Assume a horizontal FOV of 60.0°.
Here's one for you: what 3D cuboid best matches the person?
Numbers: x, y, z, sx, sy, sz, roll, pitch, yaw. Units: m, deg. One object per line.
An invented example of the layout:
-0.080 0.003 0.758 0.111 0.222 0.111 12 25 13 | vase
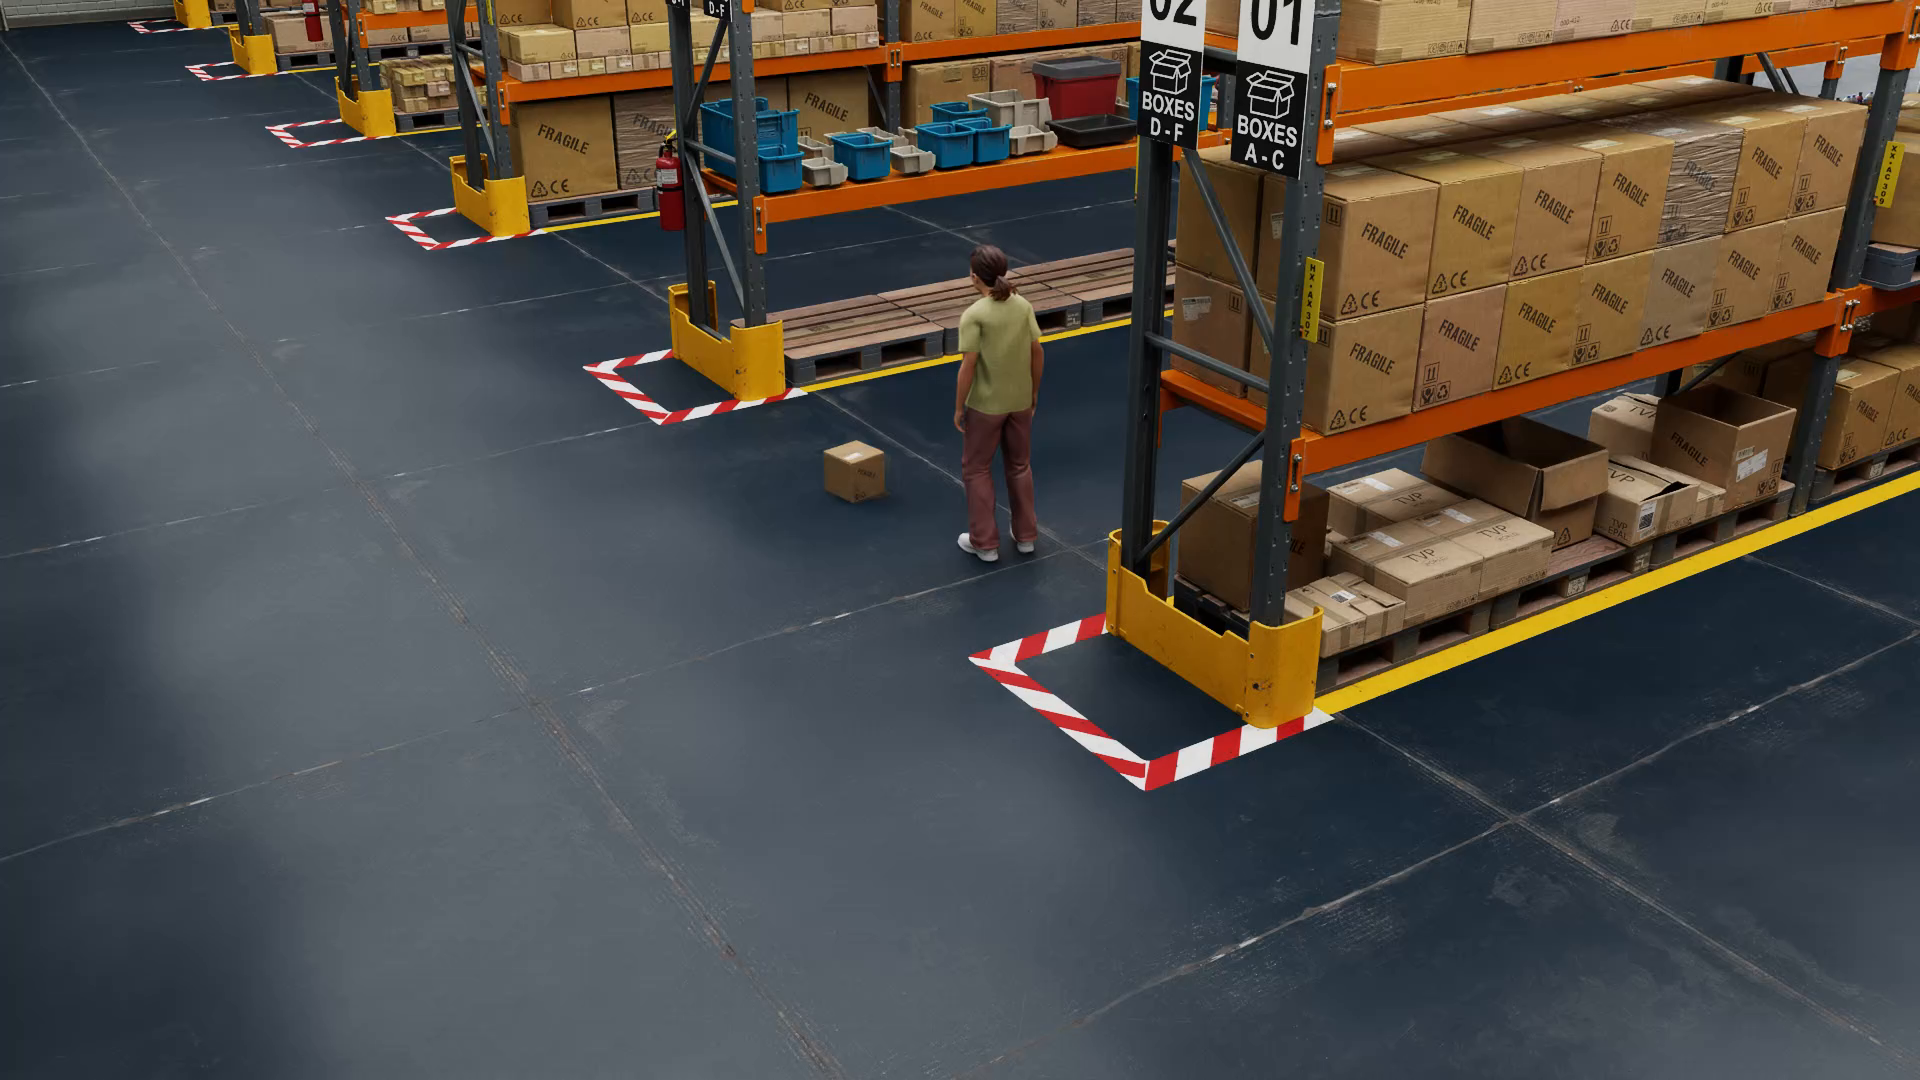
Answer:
0.189 -0.699 8.596 0.518 1.671 0.358 -13 28 -26 | person
